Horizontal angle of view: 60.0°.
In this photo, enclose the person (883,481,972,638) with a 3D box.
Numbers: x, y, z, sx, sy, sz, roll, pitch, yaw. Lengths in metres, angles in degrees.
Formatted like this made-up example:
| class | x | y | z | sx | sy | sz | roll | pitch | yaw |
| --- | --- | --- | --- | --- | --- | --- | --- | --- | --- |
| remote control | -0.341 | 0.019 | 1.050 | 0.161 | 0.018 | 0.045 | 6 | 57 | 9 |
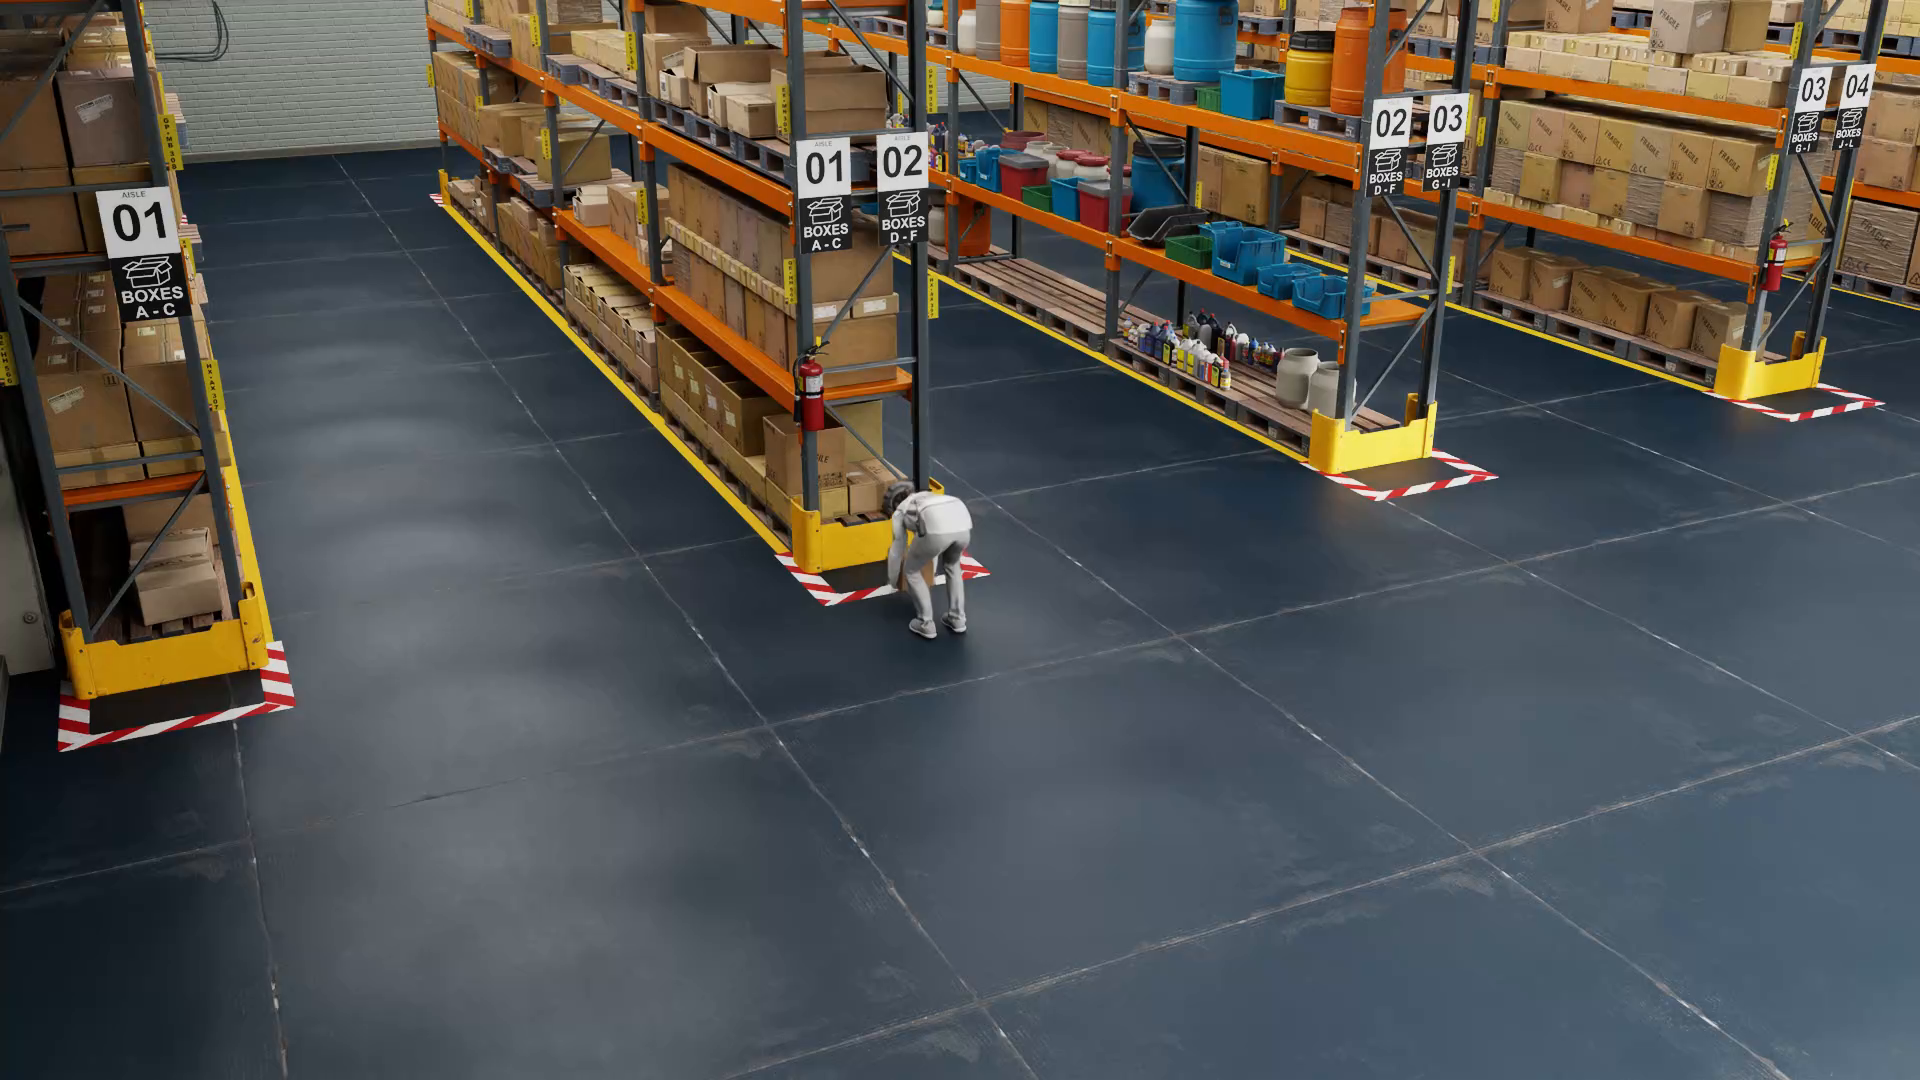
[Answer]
| class | x | y | z | sx | sy | sz | roll | pitch | yaw |
| --- | --- | --- | --- | --- | --- | --- | --- | --- | --- |
| person | -0.245 | 0.102 | 11.633 | 0.437 | 0.995 | 0.912 | -11 | 25 | -26 |
